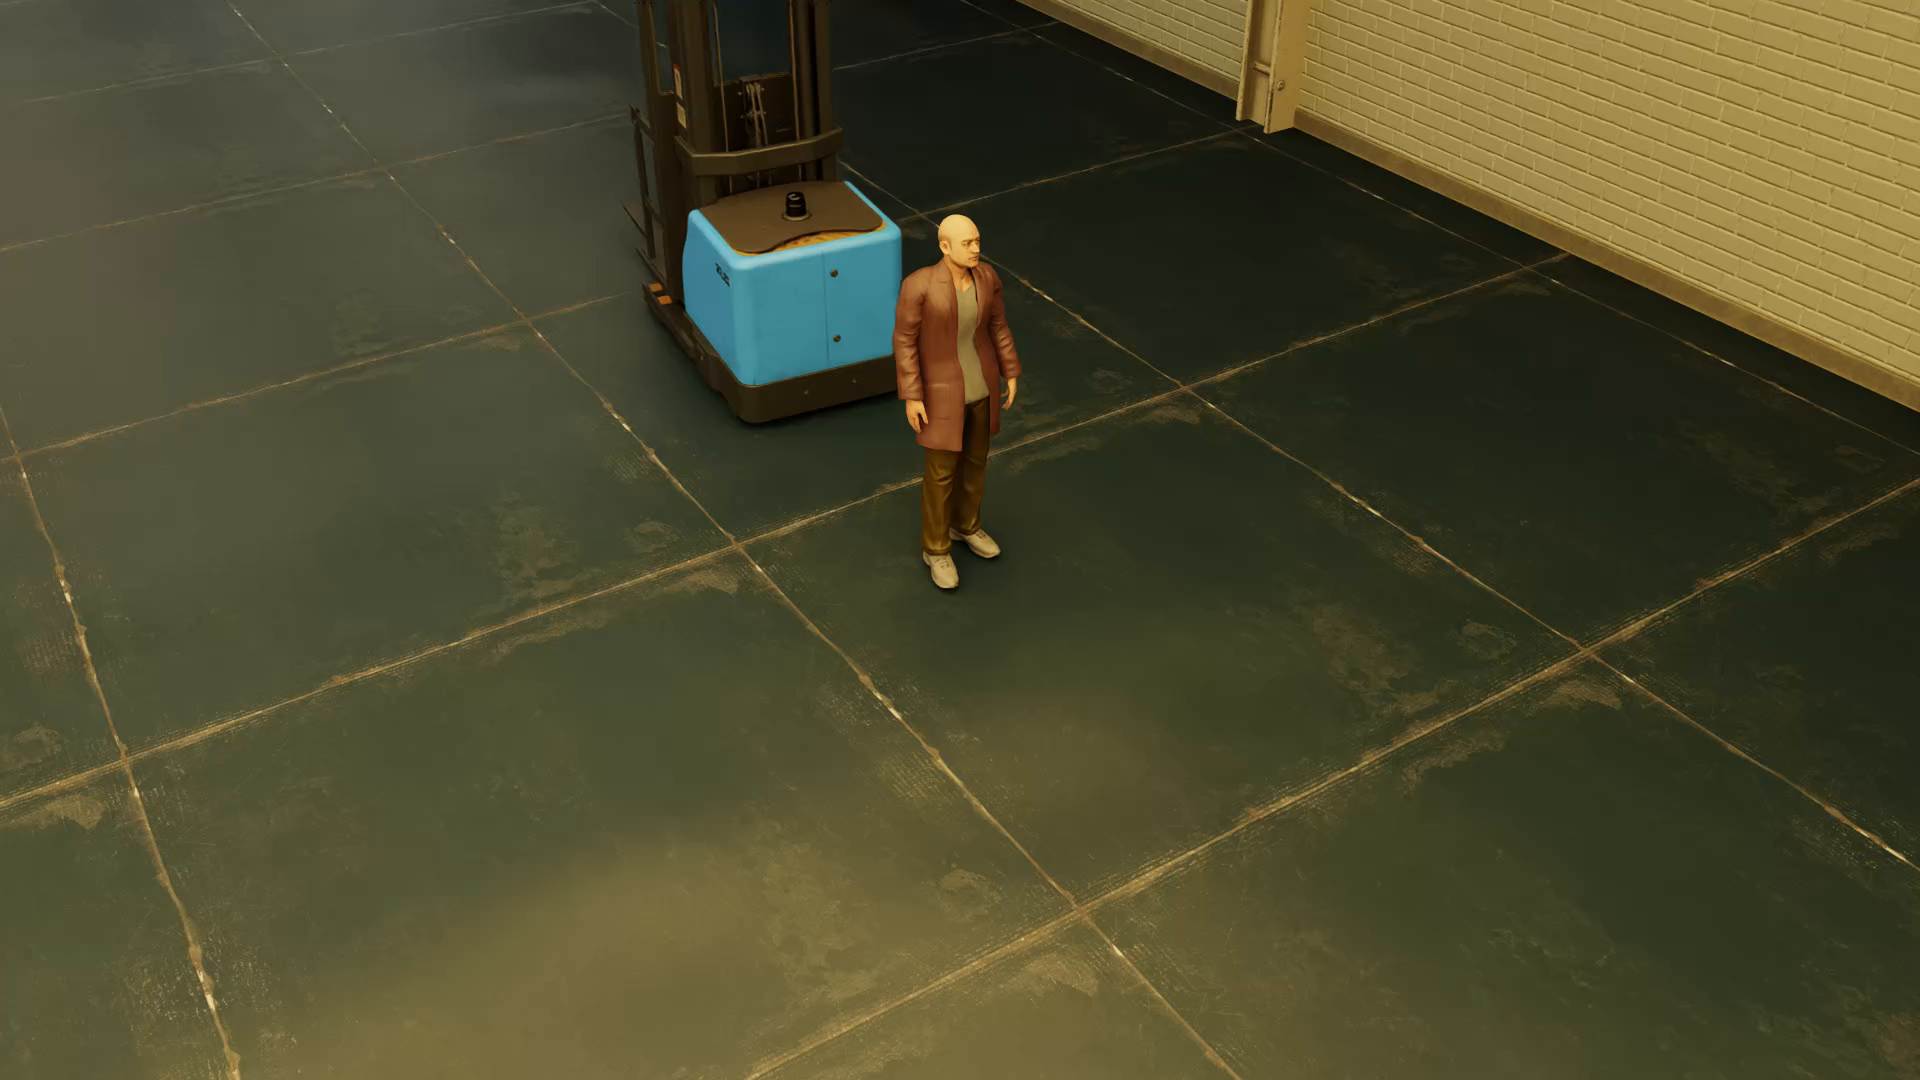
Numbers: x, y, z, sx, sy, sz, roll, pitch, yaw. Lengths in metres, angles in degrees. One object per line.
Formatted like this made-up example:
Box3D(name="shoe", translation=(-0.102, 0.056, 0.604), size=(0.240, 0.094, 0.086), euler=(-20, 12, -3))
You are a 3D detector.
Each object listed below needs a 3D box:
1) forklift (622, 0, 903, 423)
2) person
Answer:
Box3D(name="forklift", translation=(-1.410, -2.704, 9.996), size=(1.130, 2.935, 3.031), euler=(-16, 38, -21))
Box3D(name="person", translation=(0.047, -0.688, 8.117), size=(0.696, 1.778, 0.579), euler=(-21, 40, -27))
